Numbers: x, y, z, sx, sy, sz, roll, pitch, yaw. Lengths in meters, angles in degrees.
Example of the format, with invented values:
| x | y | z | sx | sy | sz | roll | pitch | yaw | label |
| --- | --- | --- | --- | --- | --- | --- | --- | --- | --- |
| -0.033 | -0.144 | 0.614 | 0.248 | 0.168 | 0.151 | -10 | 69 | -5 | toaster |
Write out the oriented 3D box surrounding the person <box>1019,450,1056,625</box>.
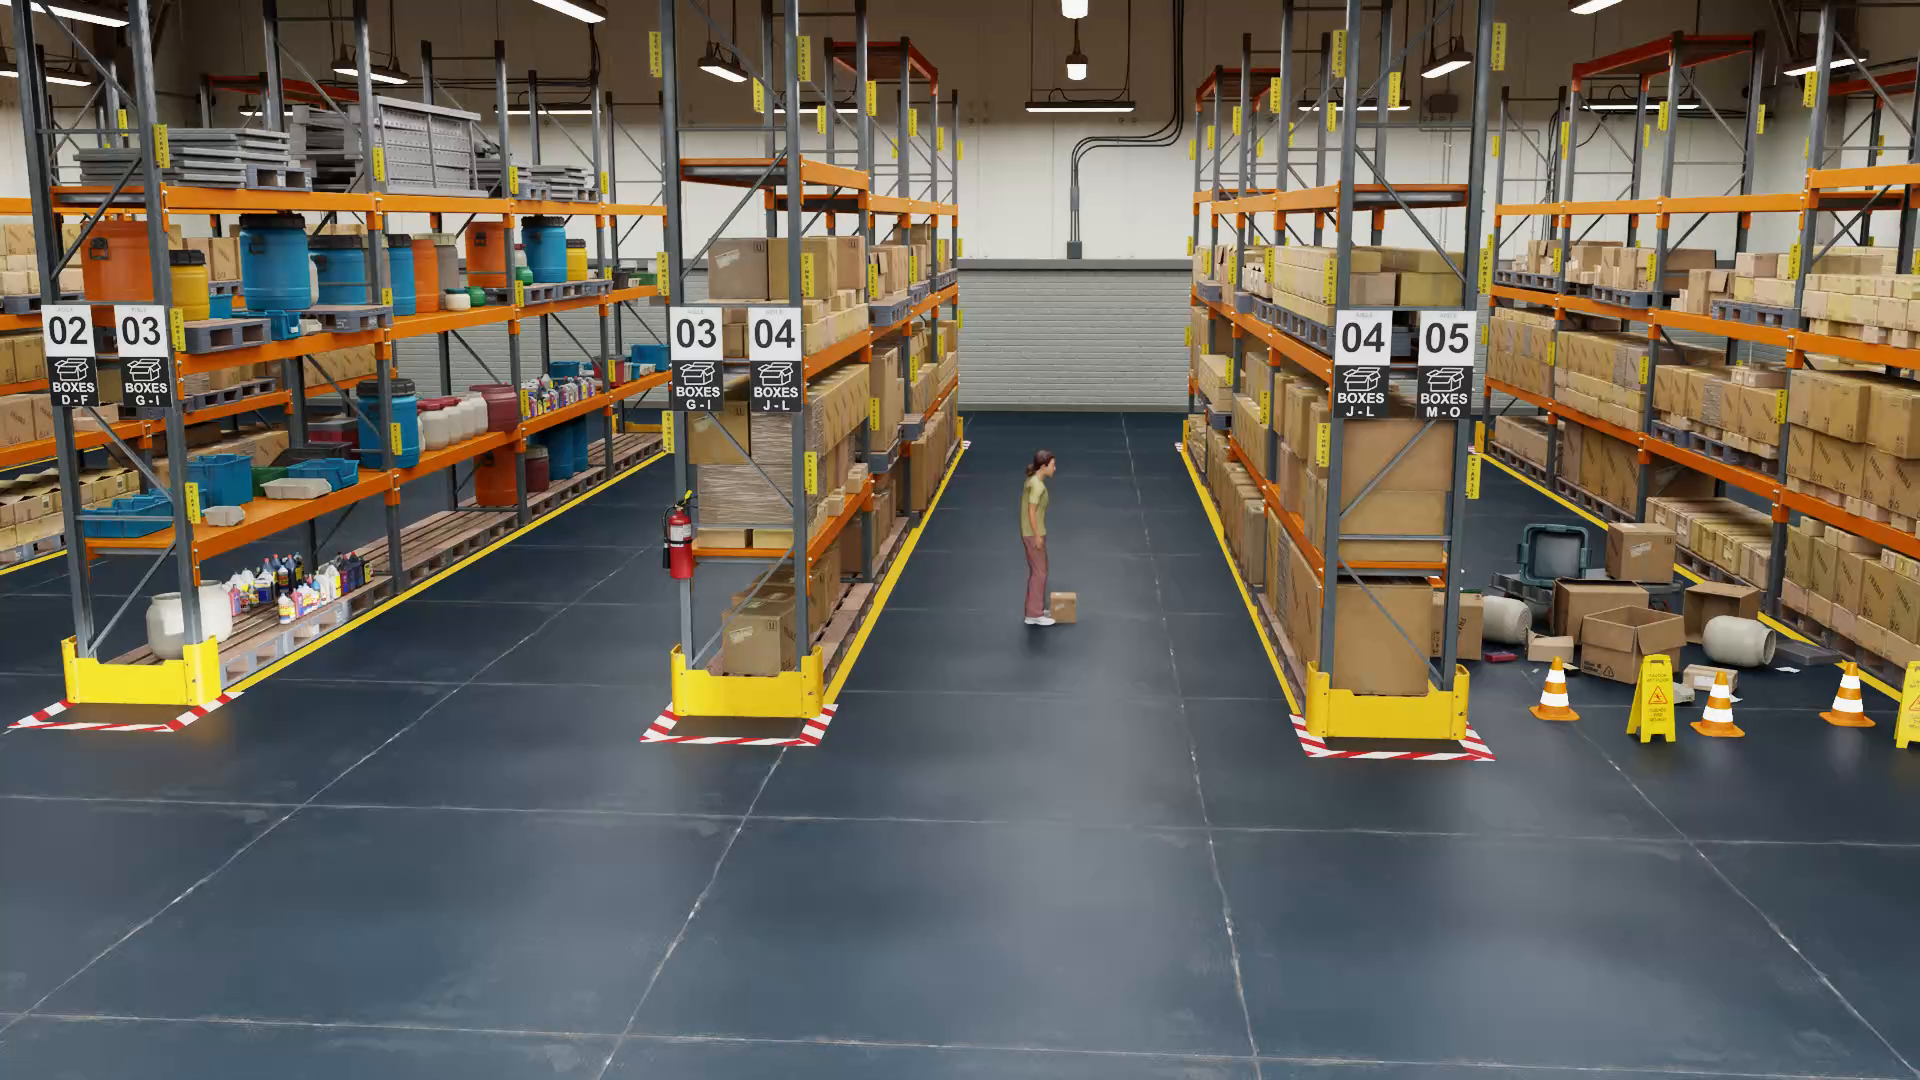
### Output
| x | y | z | sx | sy | sz | roll | pitch | yaw | label |
| --- | --- | --- | --- | --- | --- | --- | --- | --- | --- |
| 0.758 | -0.037 | 16.129 | 0.365 | 1.671 | 0.506 | 0 | 11 | 1 | person |
